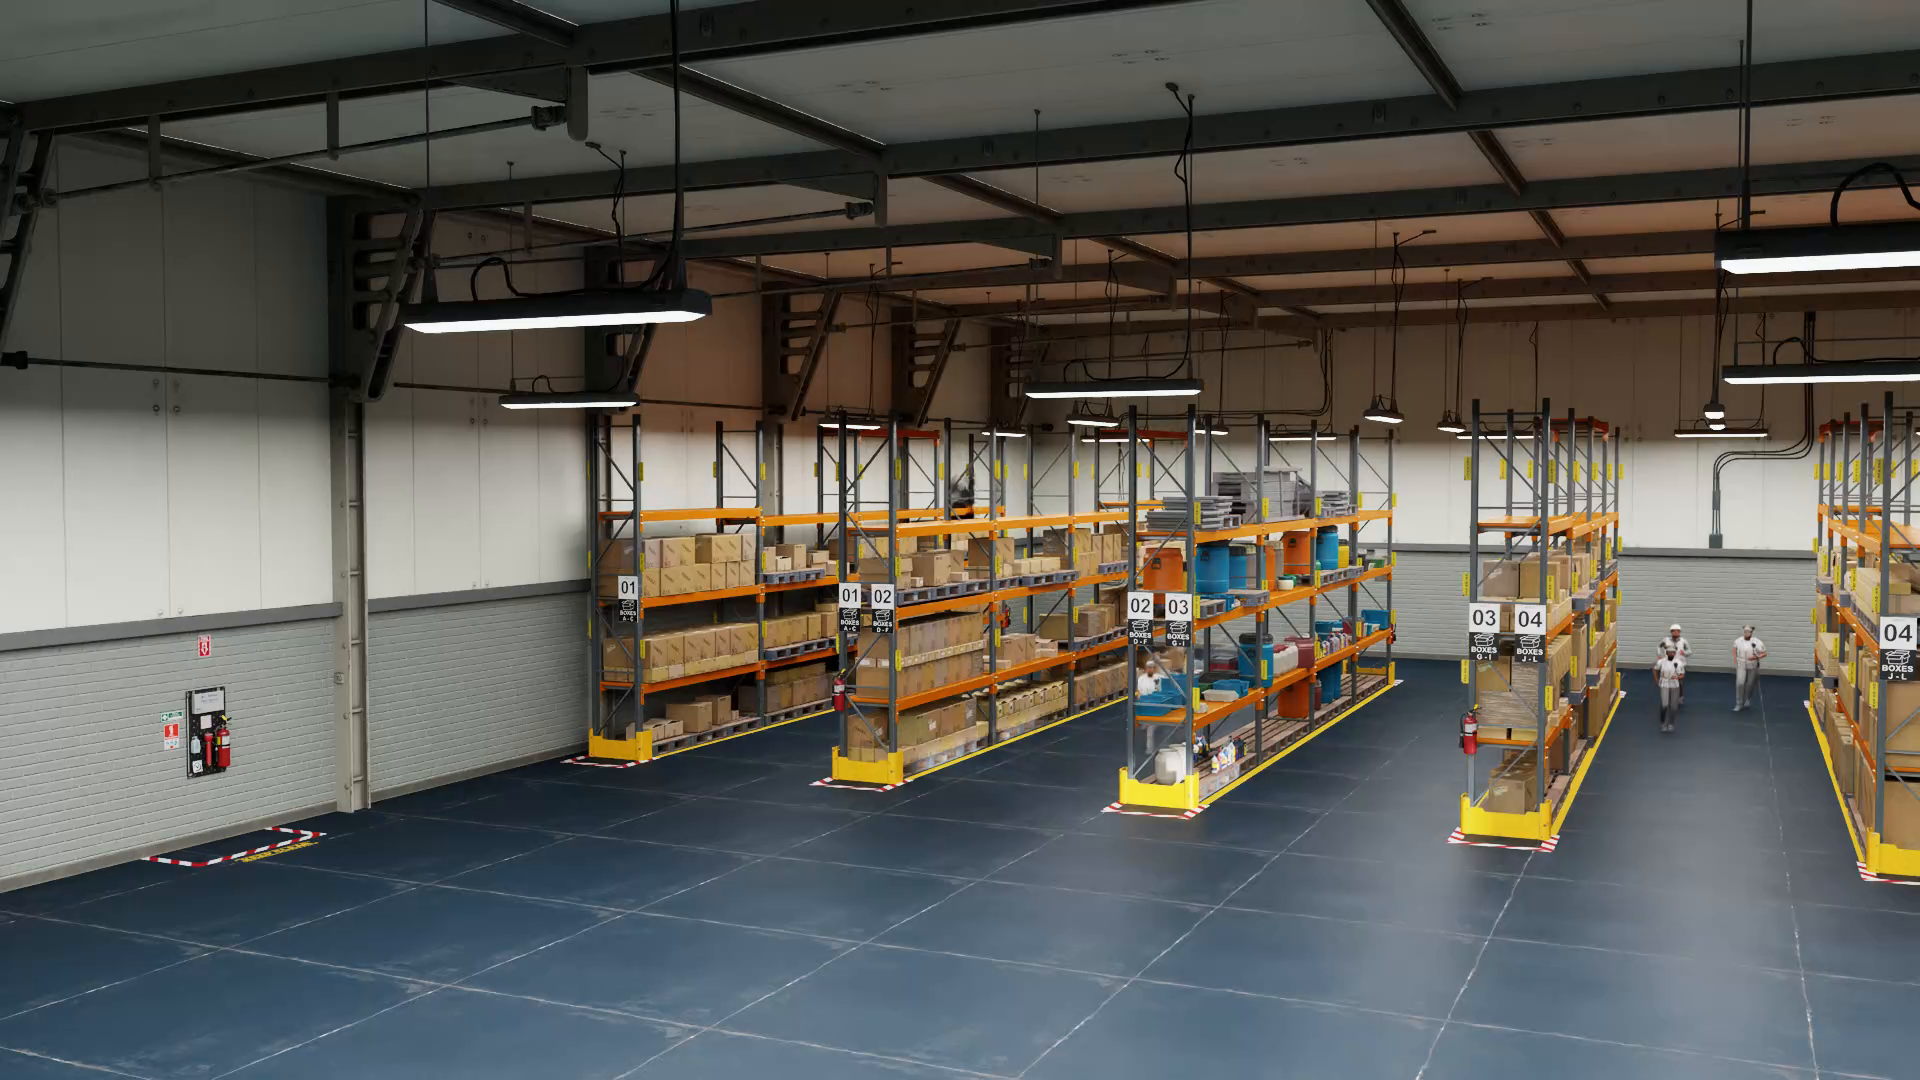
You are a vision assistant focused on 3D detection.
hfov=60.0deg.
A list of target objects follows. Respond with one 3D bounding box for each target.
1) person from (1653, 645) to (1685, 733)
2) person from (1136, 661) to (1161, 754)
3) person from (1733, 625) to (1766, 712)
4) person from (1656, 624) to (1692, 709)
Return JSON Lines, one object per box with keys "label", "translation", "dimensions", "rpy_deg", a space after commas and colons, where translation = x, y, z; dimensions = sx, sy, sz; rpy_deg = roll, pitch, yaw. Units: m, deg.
{"label": "person", "translation": [13.590, 2.847, 31.872], "dimensions": [0.546, 1.695, 0.650], "rpy_deg": [1, 2, 19]}
{"label": "person", "translation": [3.424, 2.978, 29.742], "dimensions": [0.608, 1.643, 0.685], "rpy_deg": [1, 3, 21]}
{"label": "person", "translation": [16.583, 2.688, 34.952], "dimensions": [0.667, 1.842, 0.832], "rpy_deg": [1, 3, 31]}
{"label": "person", "translation": [15.093, 2.679, 35.146], "dimensions": [0.681, 1.816, 0.846], "rpy_deg": [1, 2, 18]}
